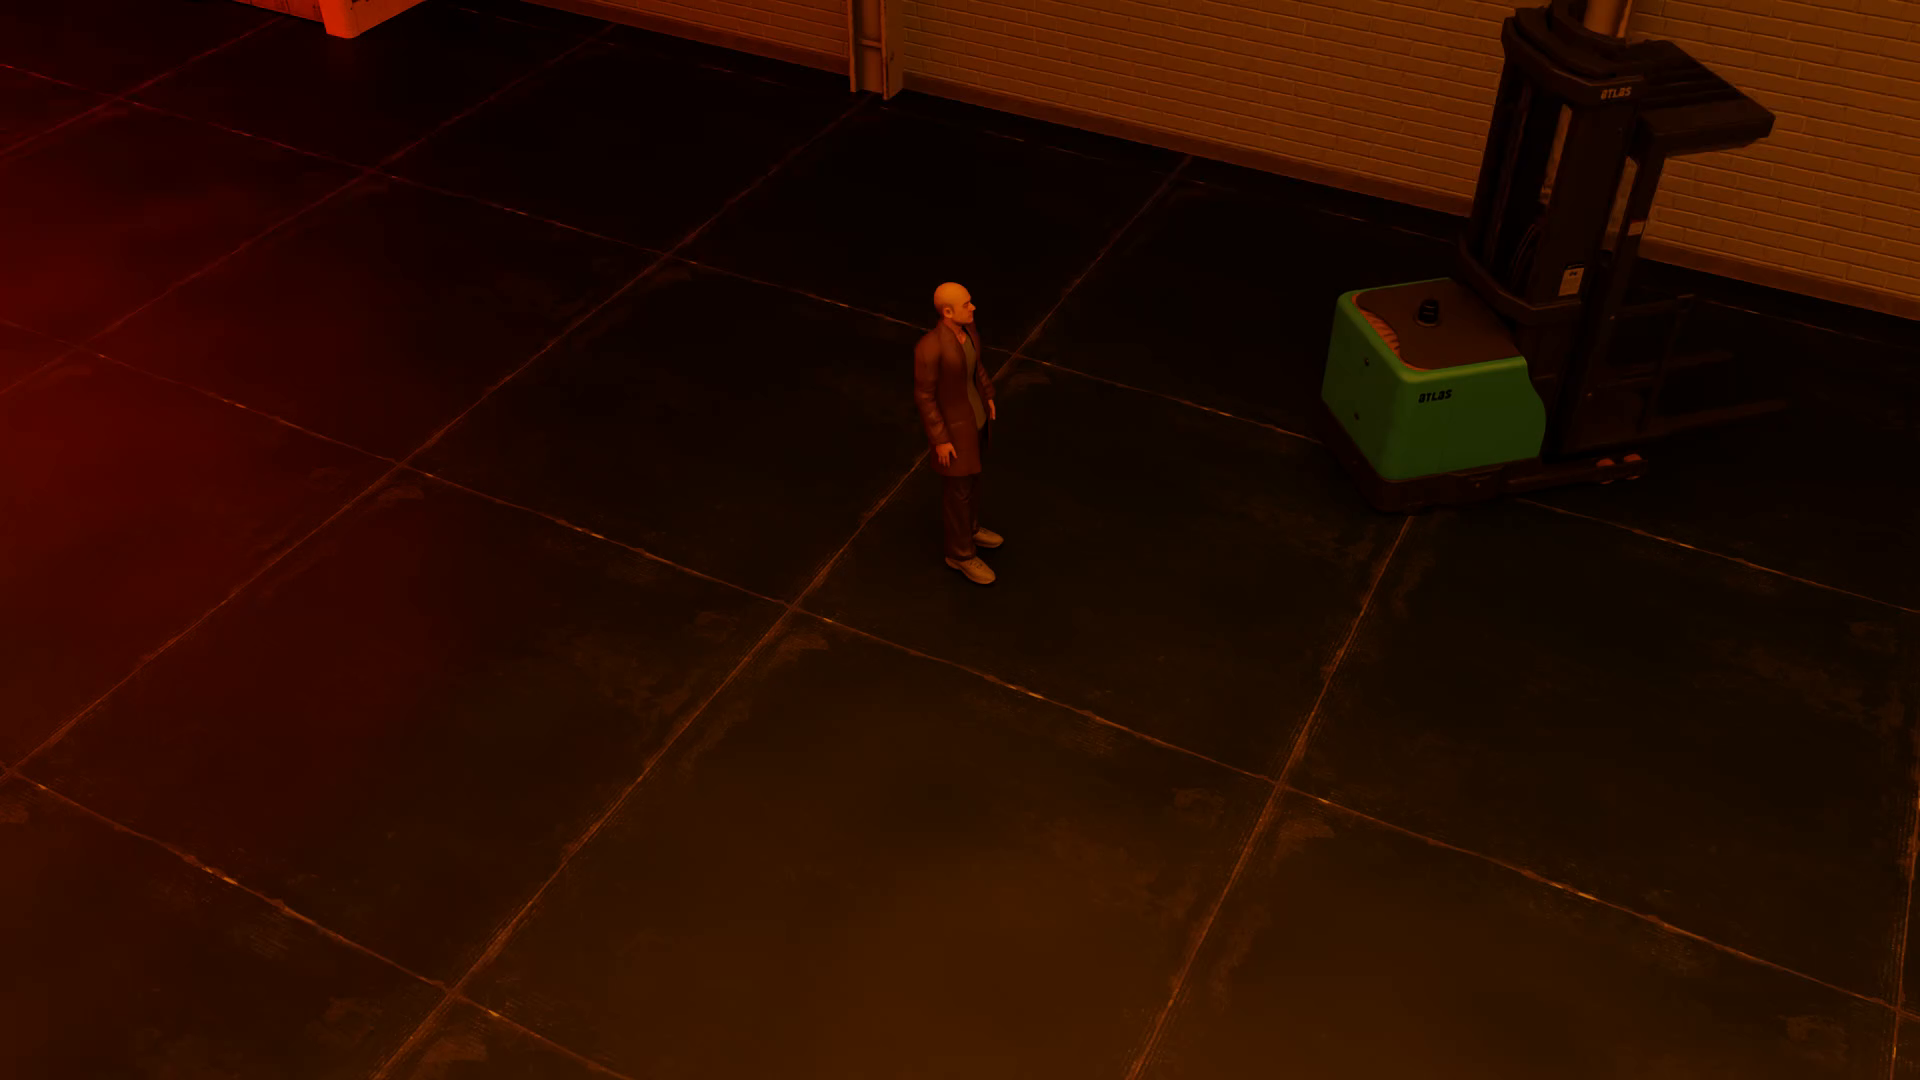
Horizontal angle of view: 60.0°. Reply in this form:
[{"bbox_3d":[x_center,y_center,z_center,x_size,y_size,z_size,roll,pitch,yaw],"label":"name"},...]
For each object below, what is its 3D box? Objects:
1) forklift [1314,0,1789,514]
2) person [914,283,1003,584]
[{"bbox_3d":[3.927,-1.799,10.122,3.031,2.935,1.130,-10,41,-11],"label":"forklift"},{"bbox_3d":[0.080,-0.656,9.650,0.579,1.778,0.696,18,43,21],"label":"person"}]
